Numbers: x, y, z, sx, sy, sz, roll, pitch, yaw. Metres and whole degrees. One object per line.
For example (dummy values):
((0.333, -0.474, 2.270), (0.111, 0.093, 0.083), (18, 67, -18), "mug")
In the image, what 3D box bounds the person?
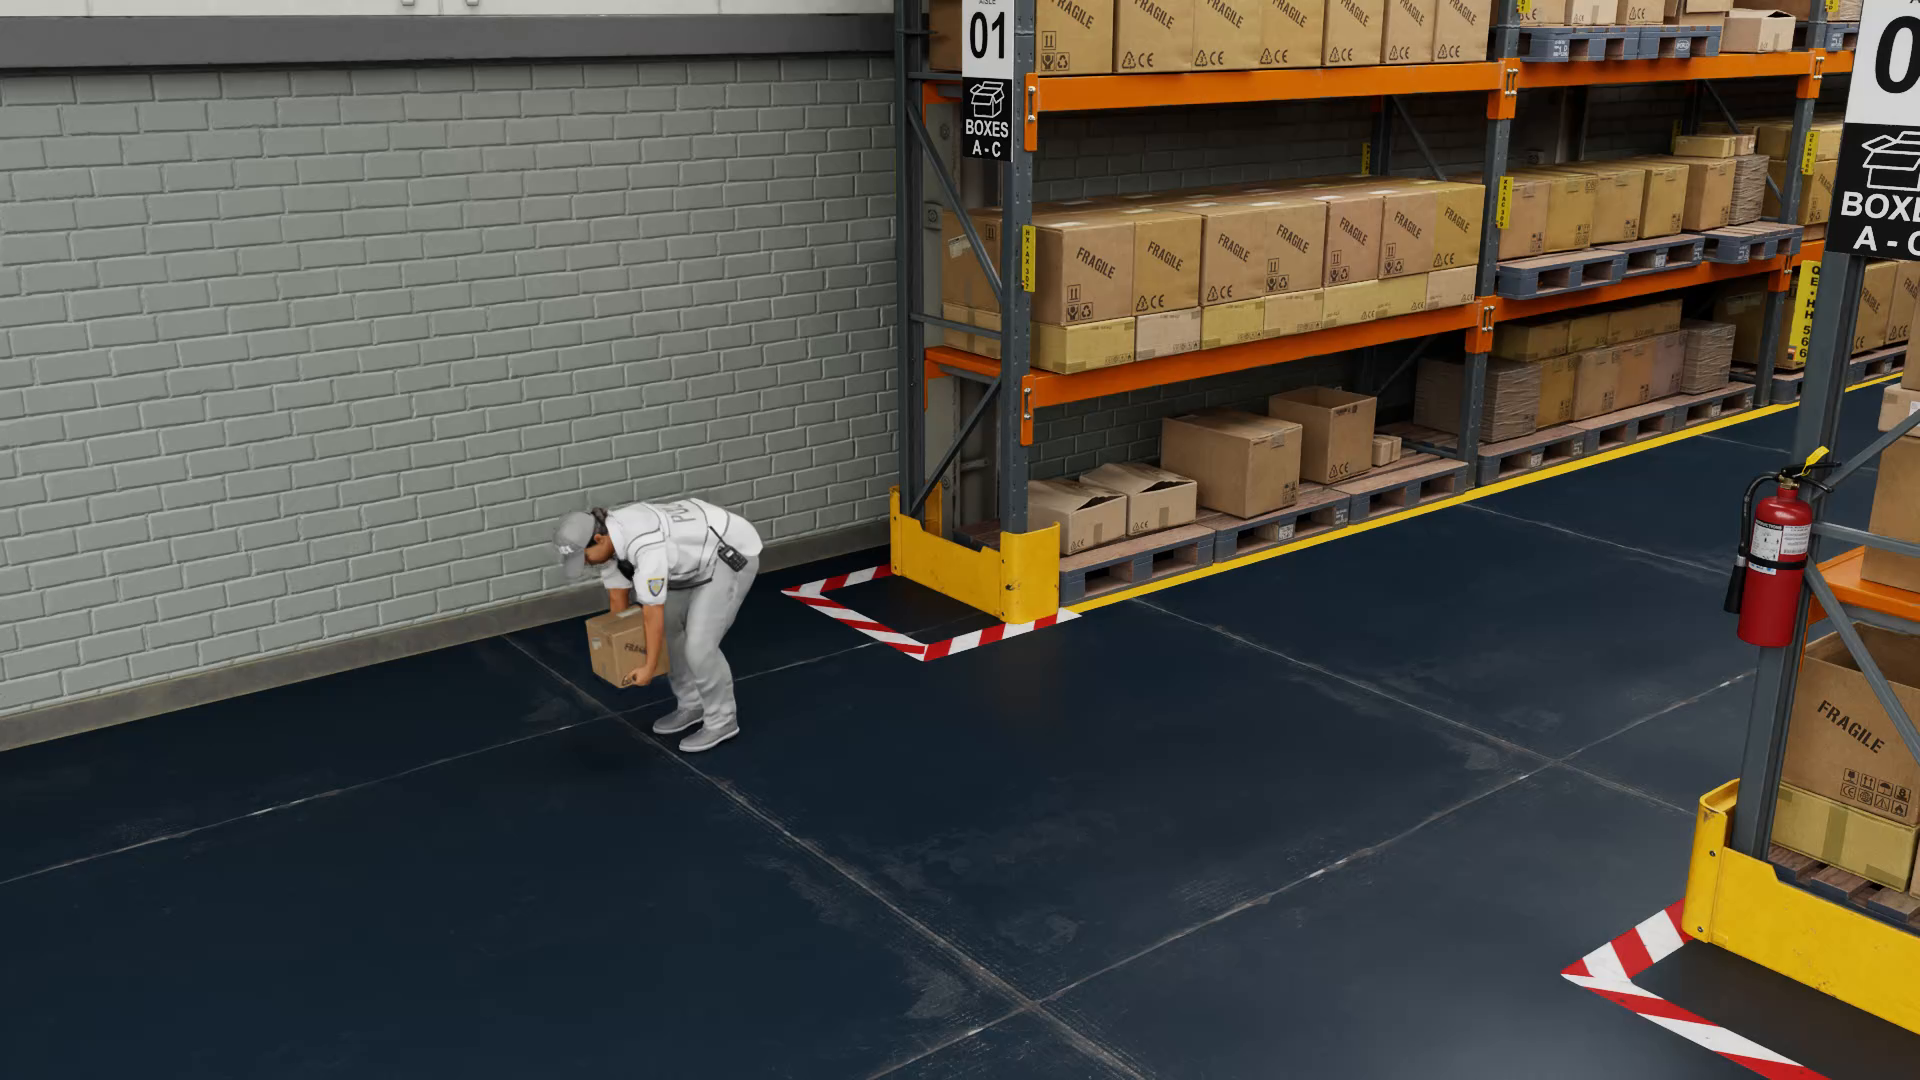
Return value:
((-1.303, 0.363, 7.266), (0.935, 1.152, 0.459), (-14, 23, -38), "person")
